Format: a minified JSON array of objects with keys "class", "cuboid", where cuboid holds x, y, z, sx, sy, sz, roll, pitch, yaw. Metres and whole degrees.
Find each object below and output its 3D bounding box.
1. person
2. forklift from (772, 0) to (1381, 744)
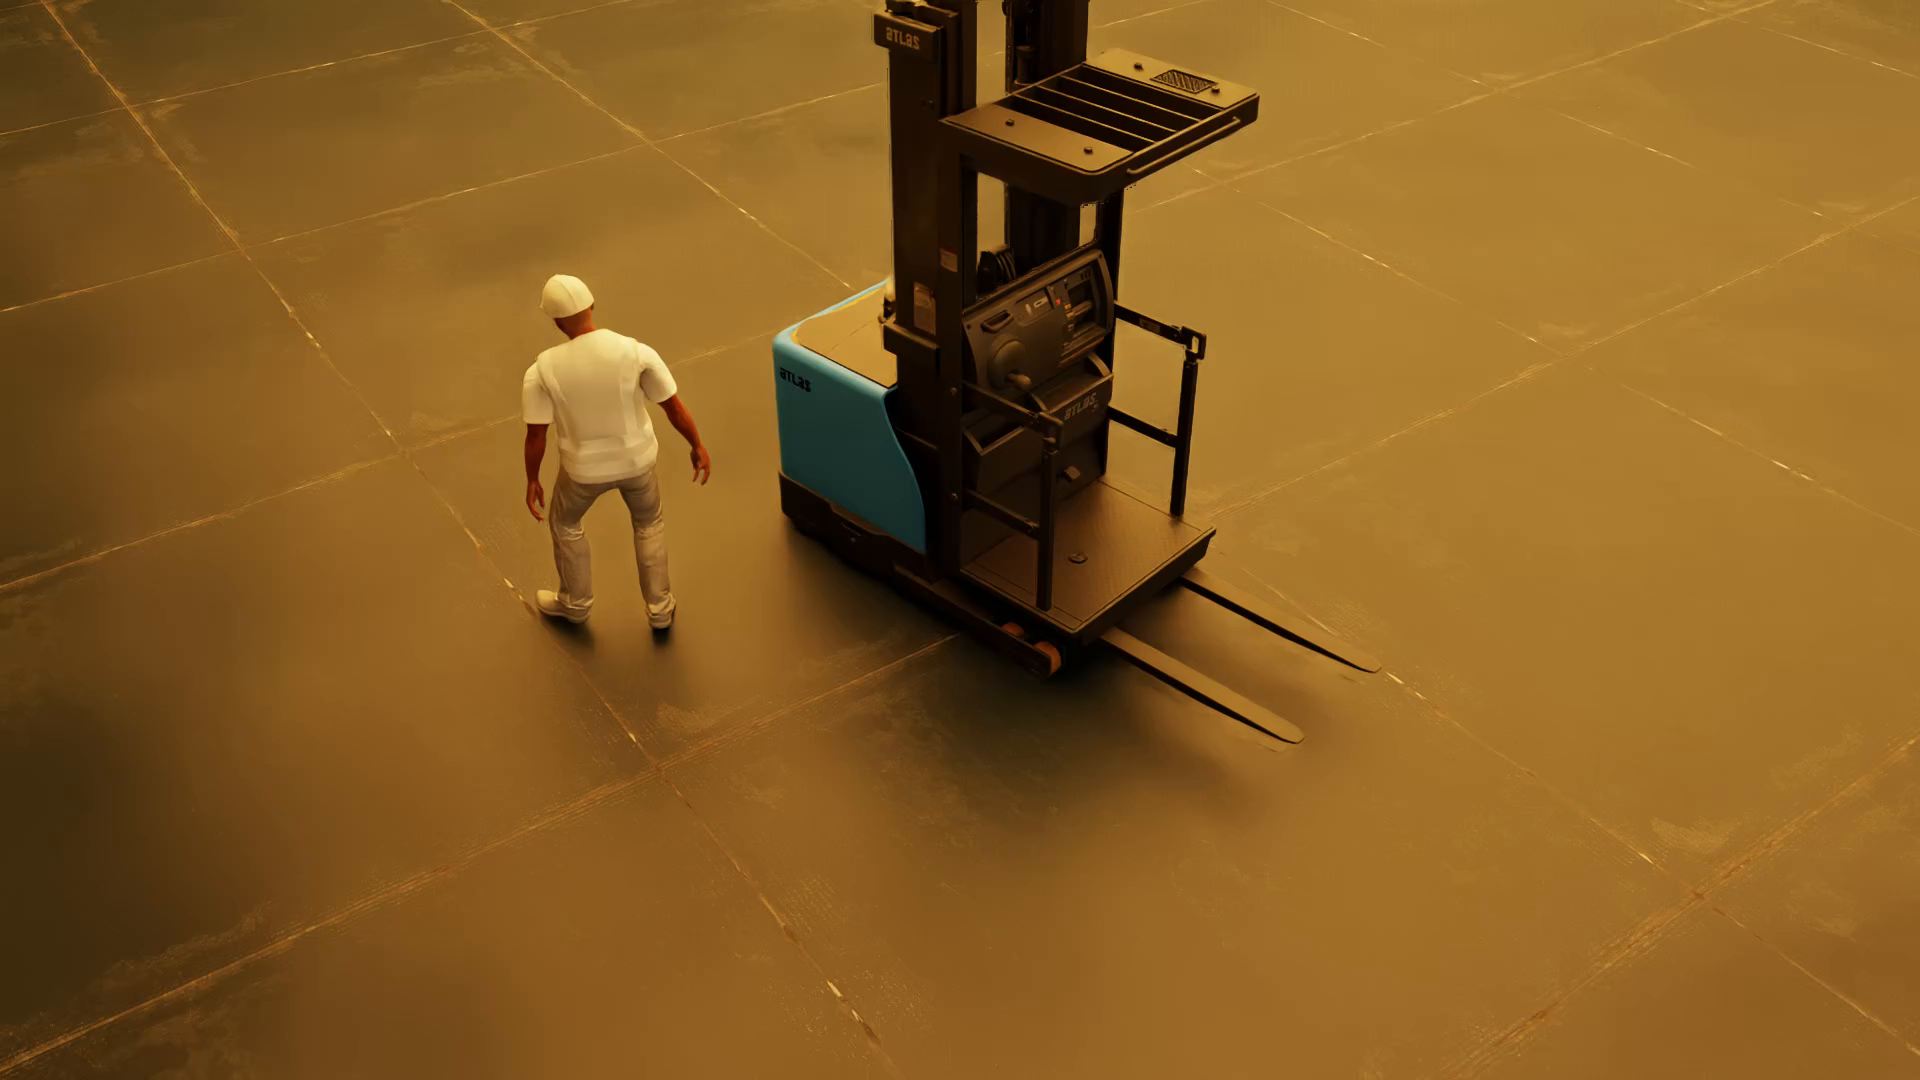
[{"class":"person","cuboid":[-1.571,-0.376,7.425,0.883,1.727,0.471,-8,37,-10]},{"class":"forklift","cuboid":[0.509,-0.908,7.173,3.031,2.935,1.130,29,45,33]}]
